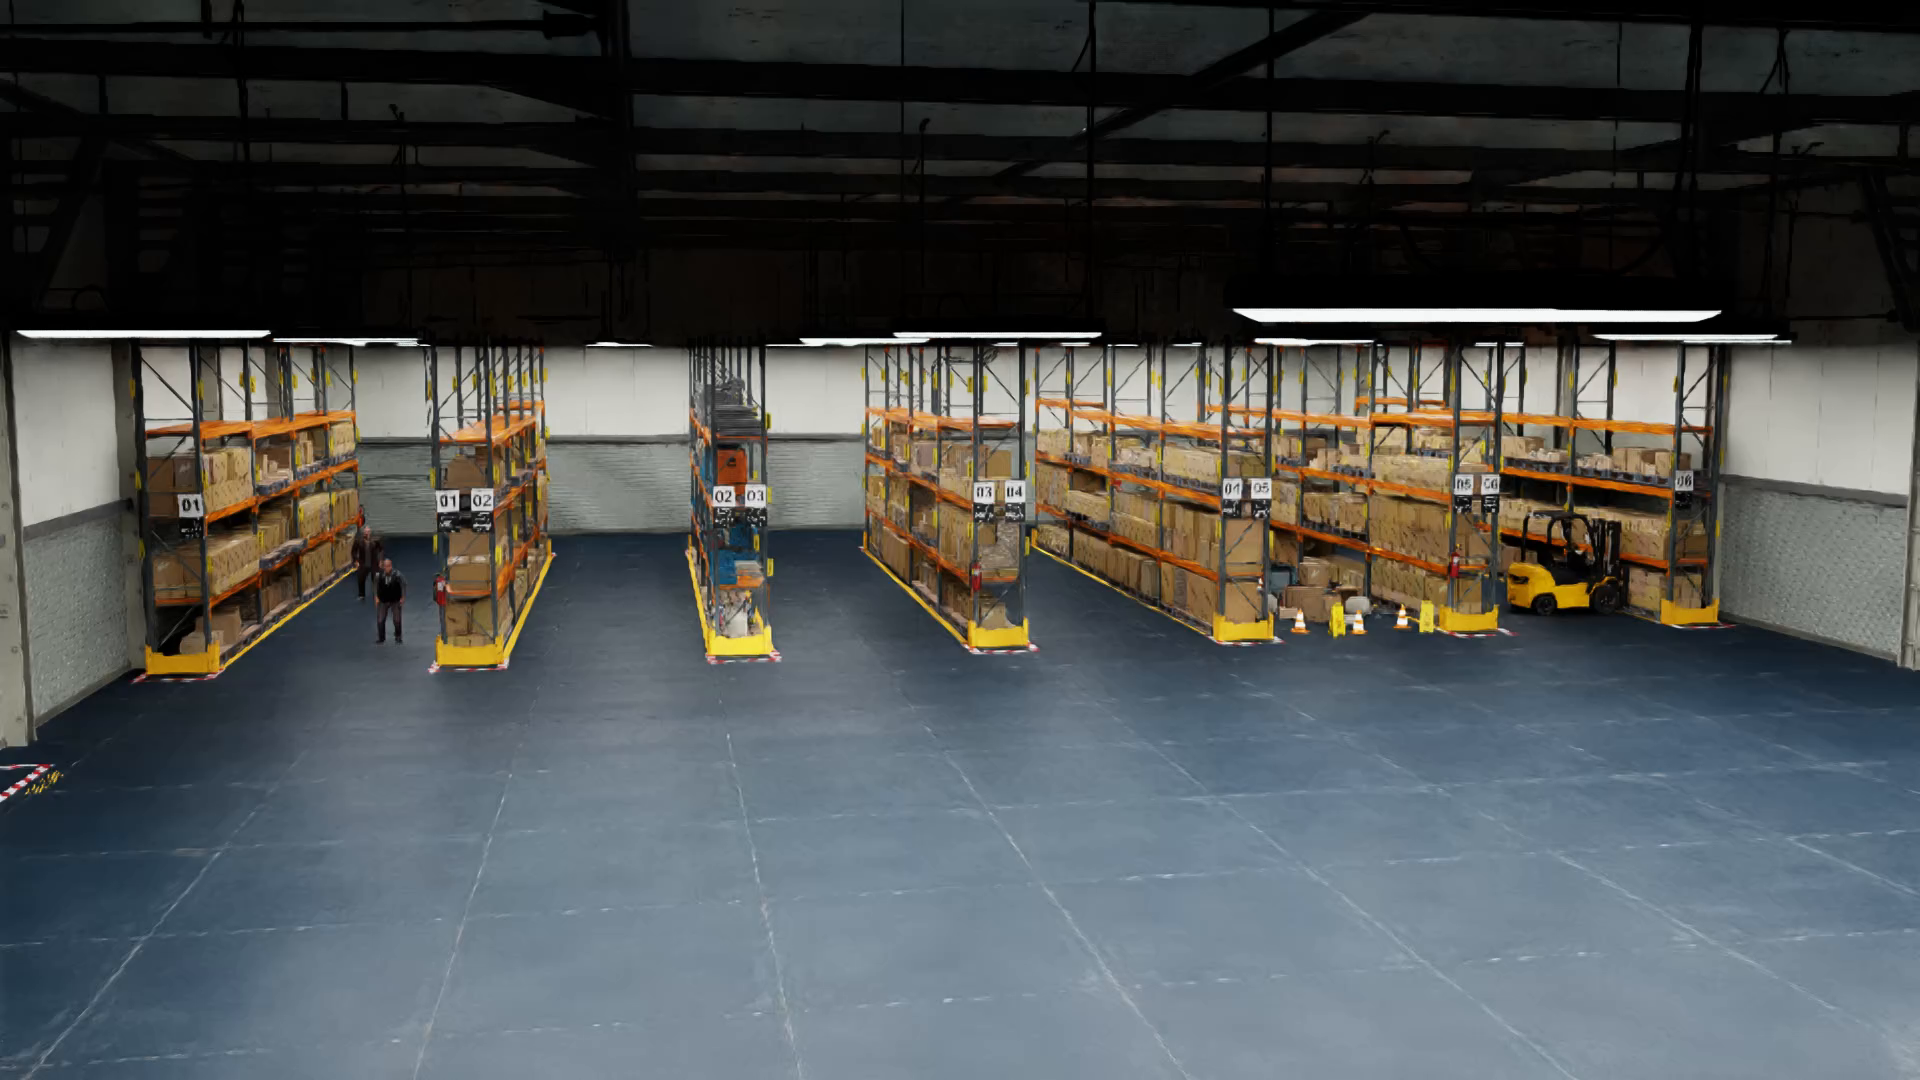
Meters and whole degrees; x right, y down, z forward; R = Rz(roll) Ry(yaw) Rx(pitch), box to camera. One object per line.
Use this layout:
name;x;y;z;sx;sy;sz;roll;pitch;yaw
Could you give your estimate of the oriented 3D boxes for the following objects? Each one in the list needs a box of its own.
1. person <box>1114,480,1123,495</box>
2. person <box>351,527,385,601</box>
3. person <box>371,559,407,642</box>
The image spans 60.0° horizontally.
person;4.839;-0.933;50.300;0.400;1.782;0.628;-5;8;-39
person;-13.441;0.542;37.793;0.729;1.733;0.546;-1;7;-12
person;-11.134;1.186;32.464;0.677;1.674;0.534;-1;7;-13
